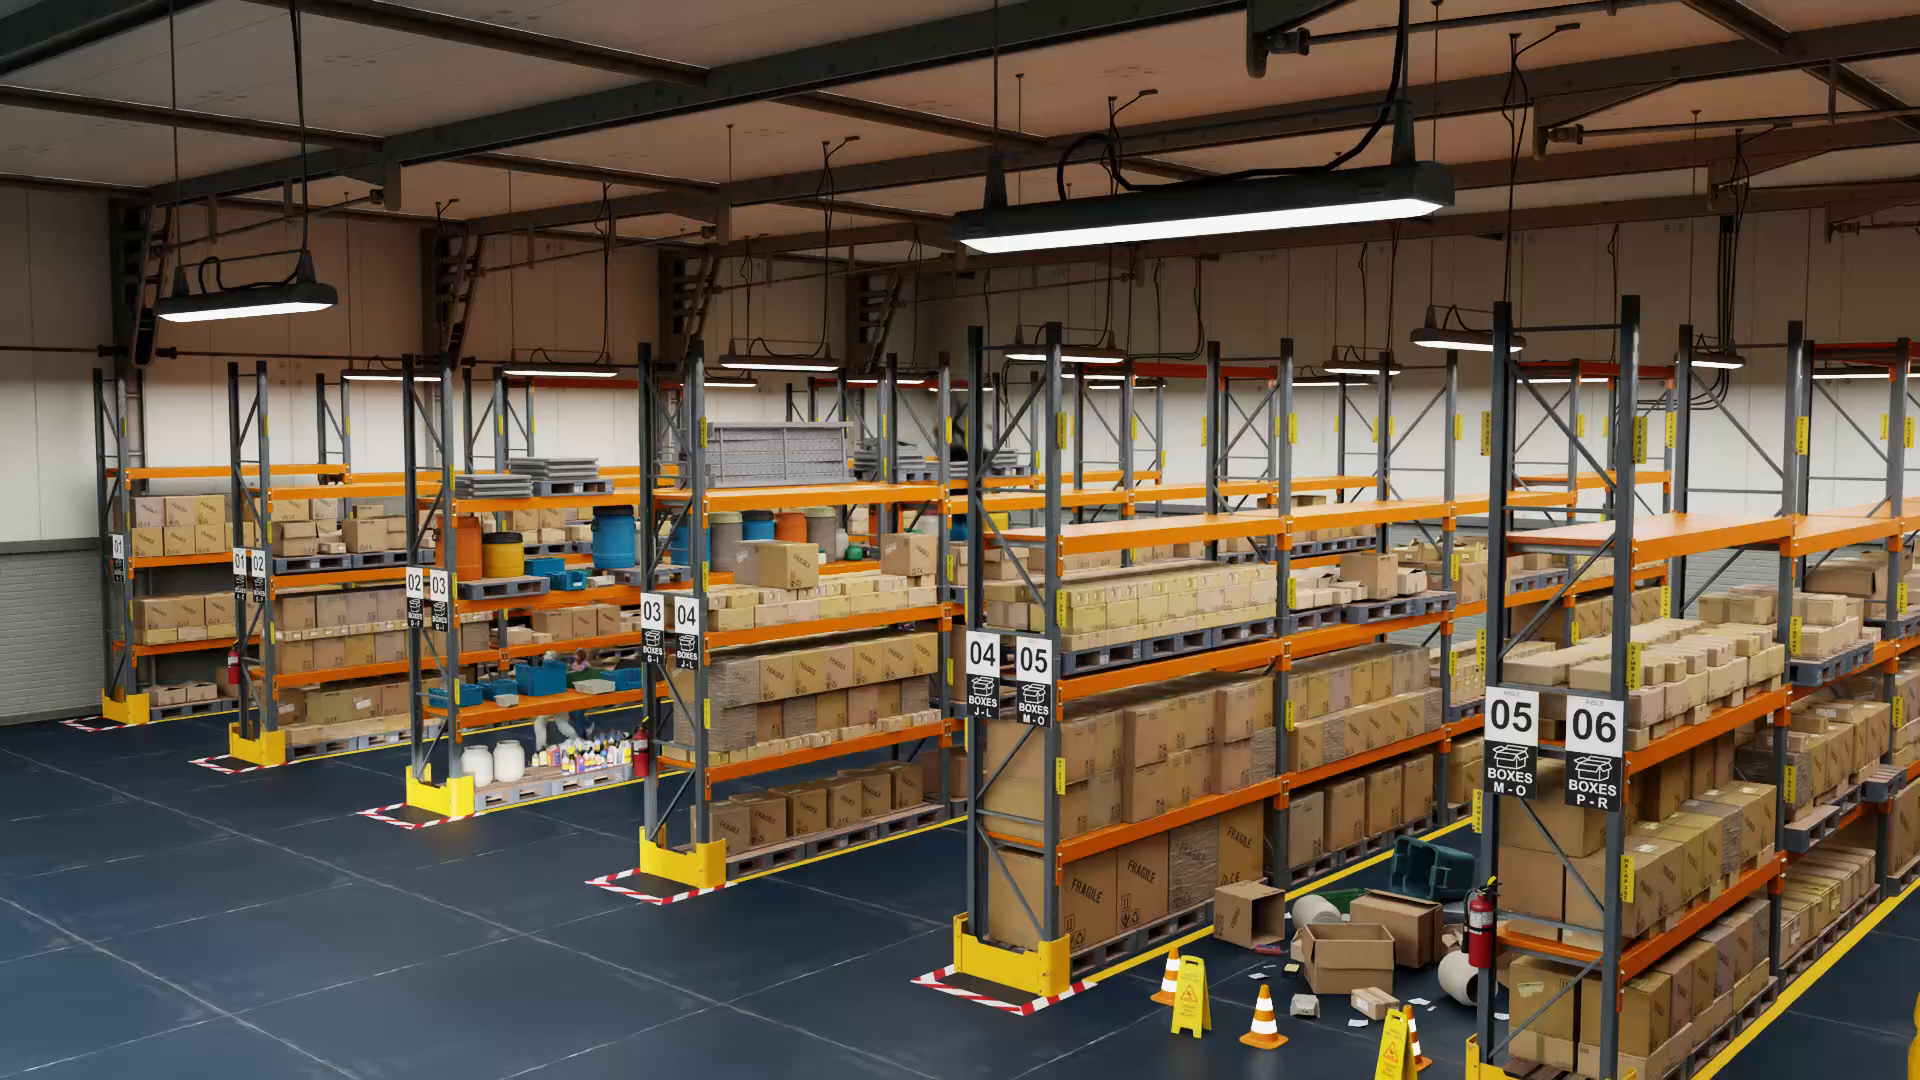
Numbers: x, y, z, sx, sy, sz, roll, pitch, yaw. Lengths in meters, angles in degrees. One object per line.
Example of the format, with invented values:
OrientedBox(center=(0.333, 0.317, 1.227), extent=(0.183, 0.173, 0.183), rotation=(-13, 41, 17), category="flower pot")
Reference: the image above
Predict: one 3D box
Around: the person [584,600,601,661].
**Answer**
OrientedBox(center=(-7.001, 1.951, 31.687), extent=(0.656, 1.733, 0.962), rotation=(4, 6, 40), category="person")

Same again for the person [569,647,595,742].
OrientedBox(center=(-5.916, 2.464, 26.217), extent=(0.559, 1.575, 0.539), rotation=(3, 5, 34), category="person")

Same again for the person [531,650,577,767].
OrientedBox(center=(-6.060, 2.494, 24.897), extent=(0.580, 1.711, 0.838), rotation=(3, 5, 35), category="person")
